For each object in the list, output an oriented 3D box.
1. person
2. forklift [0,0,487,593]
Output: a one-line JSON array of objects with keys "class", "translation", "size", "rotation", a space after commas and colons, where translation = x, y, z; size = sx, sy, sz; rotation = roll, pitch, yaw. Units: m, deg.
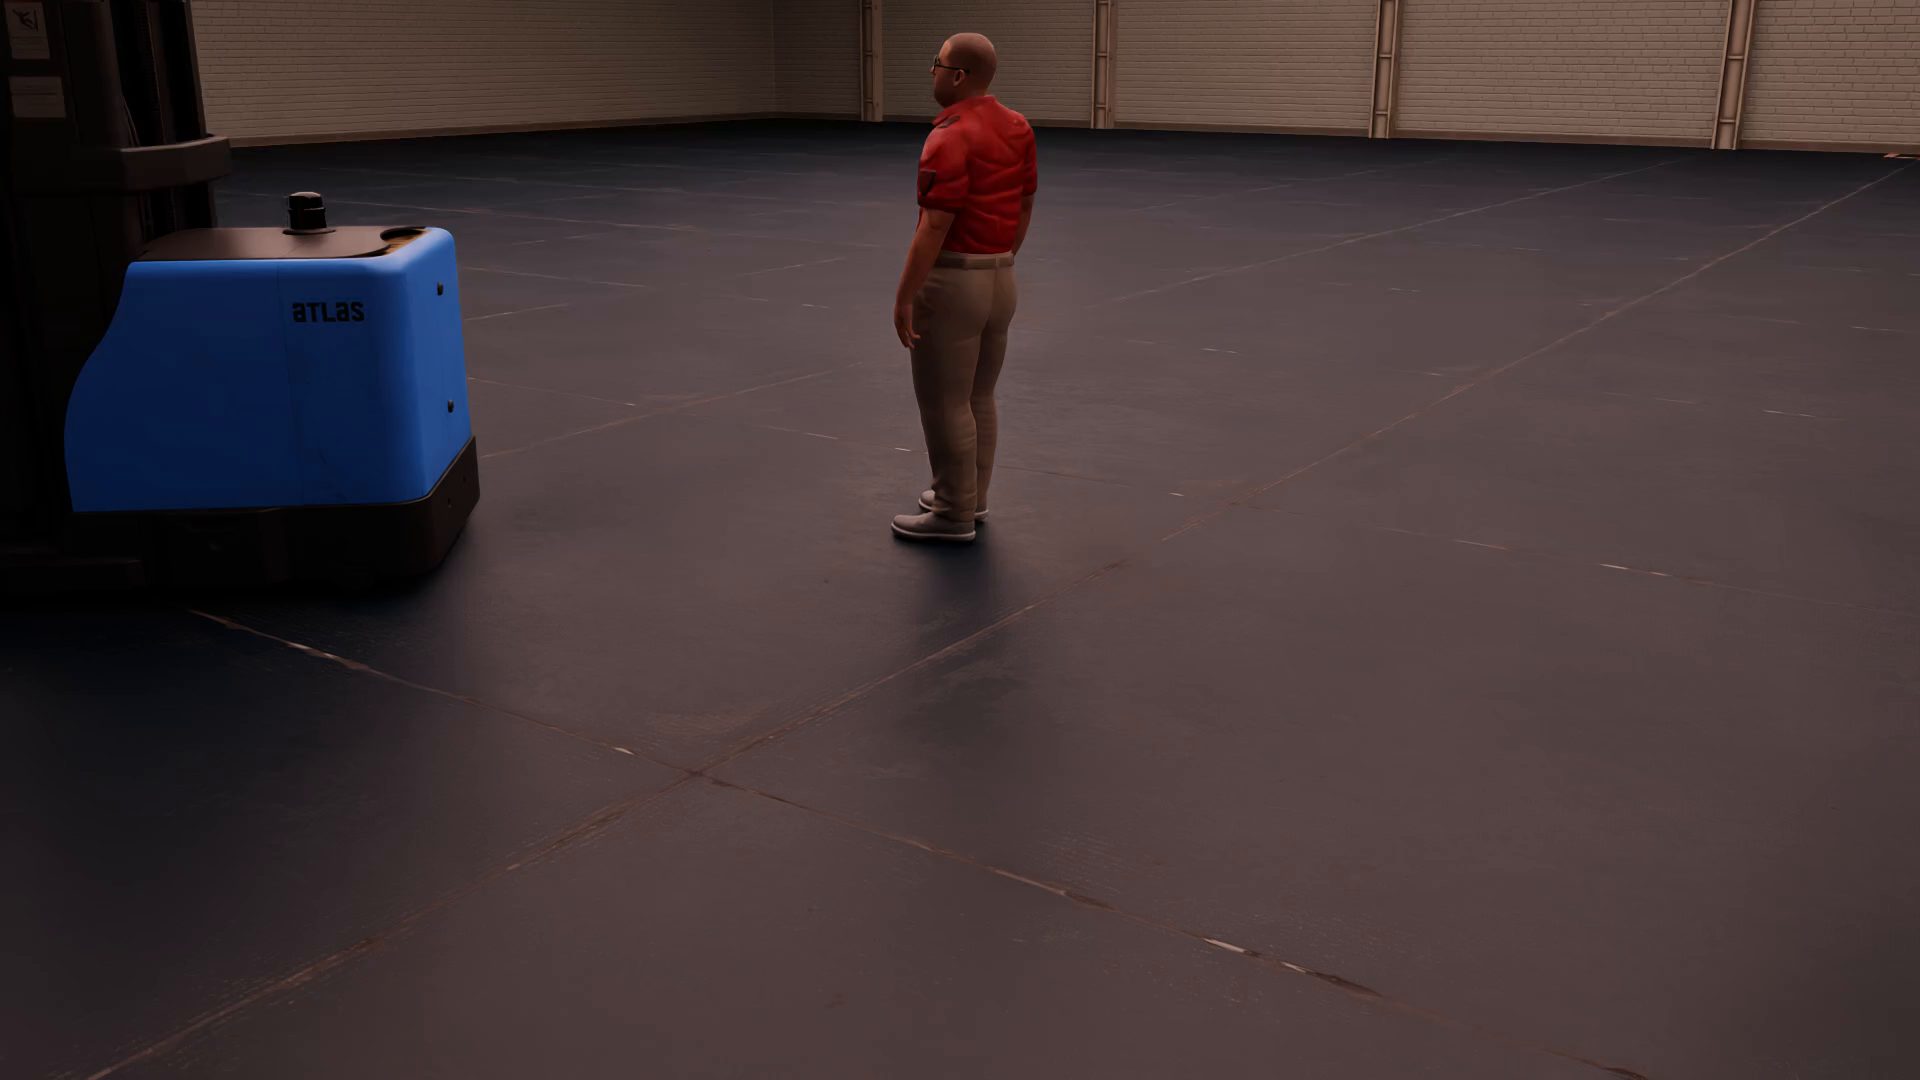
[{"class": "person", "translation": [-0.068, -0.853, 5.756], "size": [0.550, 1.727, 0.641], "rotation": [11, 20, 33]}, {"class": "forklift", "translation": [-3.229, -1.323, 5.258], "size": [3.031, 2.935, 1.130], "rotation": [-2, 17, -6]}]
